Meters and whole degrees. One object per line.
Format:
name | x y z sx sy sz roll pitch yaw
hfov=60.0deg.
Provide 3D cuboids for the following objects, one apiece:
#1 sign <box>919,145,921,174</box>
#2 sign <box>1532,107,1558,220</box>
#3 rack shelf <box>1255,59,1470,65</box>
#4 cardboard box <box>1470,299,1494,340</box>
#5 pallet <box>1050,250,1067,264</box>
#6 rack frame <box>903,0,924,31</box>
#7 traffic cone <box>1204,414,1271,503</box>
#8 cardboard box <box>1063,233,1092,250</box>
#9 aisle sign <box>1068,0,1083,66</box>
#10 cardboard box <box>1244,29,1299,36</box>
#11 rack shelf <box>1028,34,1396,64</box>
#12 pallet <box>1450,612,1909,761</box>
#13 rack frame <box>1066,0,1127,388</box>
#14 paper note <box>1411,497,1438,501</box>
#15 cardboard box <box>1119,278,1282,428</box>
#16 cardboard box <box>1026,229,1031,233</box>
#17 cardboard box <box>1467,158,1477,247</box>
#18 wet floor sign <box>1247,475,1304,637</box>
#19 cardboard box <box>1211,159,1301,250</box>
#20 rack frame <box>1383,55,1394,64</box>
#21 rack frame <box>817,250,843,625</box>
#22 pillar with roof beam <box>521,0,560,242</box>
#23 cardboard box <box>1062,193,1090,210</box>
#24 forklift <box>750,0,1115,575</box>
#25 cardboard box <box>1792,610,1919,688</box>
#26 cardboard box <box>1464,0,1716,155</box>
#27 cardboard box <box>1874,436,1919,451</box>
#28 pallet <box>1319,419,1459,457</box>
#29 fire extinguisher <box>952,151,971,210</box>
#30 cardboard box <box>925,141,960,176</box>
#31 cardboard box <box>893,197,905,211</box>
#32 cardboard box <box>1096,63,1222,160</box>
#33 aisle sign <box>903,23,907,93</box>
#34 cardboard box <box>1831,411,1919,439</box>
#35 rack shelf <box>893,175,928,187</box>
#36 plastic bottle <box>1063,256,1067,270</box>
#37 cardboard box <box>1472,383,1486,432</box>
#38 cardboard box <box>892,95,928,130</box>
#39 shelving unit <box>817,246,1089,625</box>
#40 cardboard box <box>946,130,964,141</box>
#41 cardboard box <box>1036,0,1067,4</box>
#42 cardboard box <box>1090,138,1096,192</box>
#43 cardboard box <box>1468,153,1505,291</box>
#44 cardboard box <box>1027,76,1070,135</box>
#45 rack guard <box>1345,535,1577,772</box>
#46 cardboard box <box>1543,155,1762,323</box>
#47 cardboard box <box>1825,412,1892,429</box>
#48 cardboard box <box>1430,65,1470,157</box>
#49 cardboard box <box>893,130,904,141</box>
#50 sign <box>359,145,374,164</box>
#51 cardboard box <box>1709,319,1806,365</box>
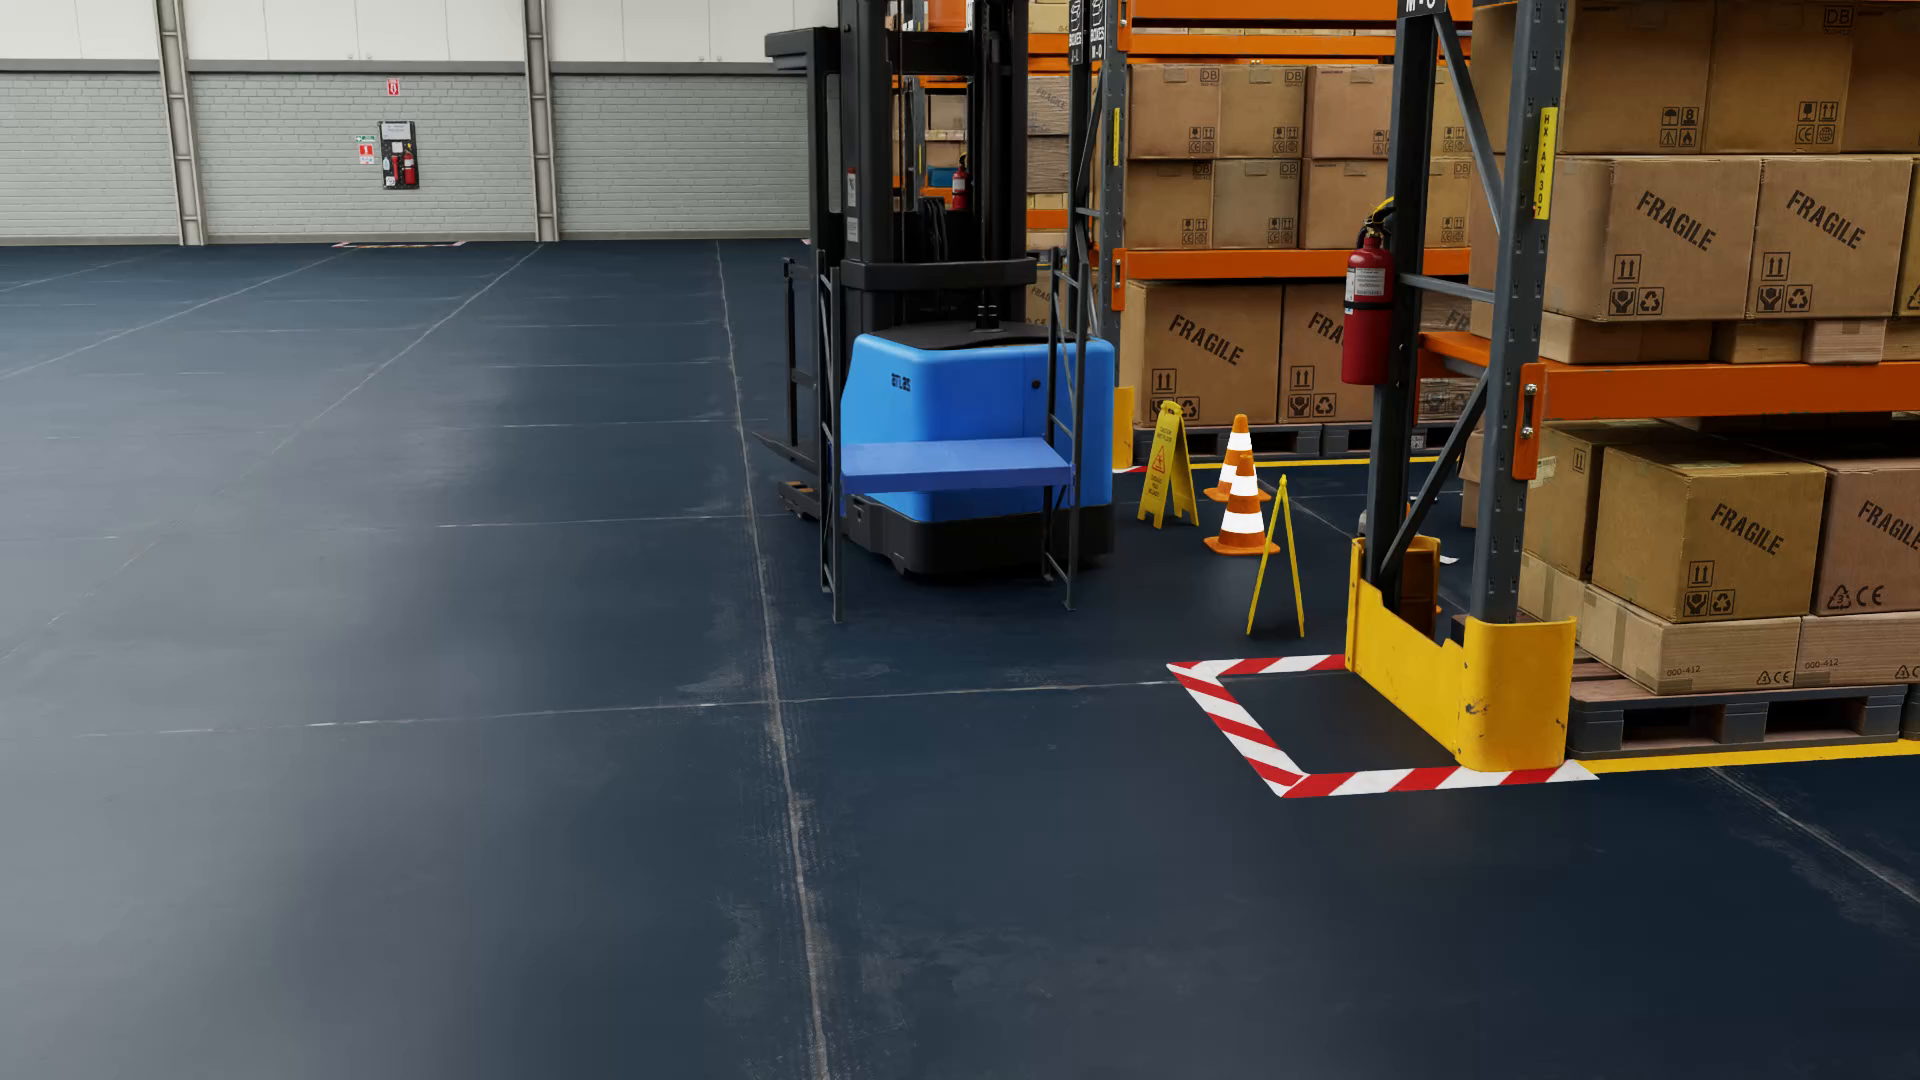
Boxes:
sign | -0.464 -4.417 19.309 0.005 0.325 0.100 -2 14 -8
sign | 1.753 -1.129 4.989 0.005 0.325 0.100 -2 14 -8
rack shelf | 5.391 -5.739 20.460 4.000 0.370 1.077 -2 14 -8
cardboard box | 2.010 -0.783 5.905 0.250 0.149 0.380 -2 14 -6
pallet | 1.887 -4.381 25.465 1.213 0.211 1.003 -2 14 -8
rack frame | -0.542 -7.325 19.141 0.127 3.000 1.000 -2 14 -8
traffic cone | 1.572 -0.474 9.372 0.334 0.463 0.336 -2 14 -8
cardboard box | 1.757 -4.537 25.144 0.500 0.250 0.500 -2 14 -8
aisle sign | 0.720 -3.358 10.310 0.004 0.787 0.394 -2 14 -8
cardboard box | 2.718 -4.635 14.891 0.500 0.250 0.500 -2 14 -9
rack shelf | 2.174 -4.402 15.132 4.000 0.370 1.077 -2 14 -8
pallet | 2.556 0.489 6.049 1.213 0.211 1.003 -2 14 -8
rack frame | 0.835 -2.027 10.348 0.127 3.000 1.000 -2 14 -8
paper note | 2.597 -0.233 9.302 0.142 0.017 0.144 3 14 11
cardboard box | 1.496 -1.241 10.717 0.875 0.875 0.875 -2 14 -8
cardboard box | 0.771 -4.860 24.893 0.500 0.500 0.500 -2 14 -8
cardboard box | 3.335 -2.212 10.777 0.550 0.550 0.875 -2 14 -8
wet floor sign | 1.325 0.051 6.900 0.232 0.644 0.267 3 14 11
cardboard box | 1.736 -2.149 10.528 0.550 0.550 0.875 -2 14 -8
rack frame | 4.151 -3.369 15.698 0.127 3.000 1.000 -2 14 -8
rack frame | -0.548 -0.433 7.002 0.032 1.500 0.500 -3 18 -11
pillar with roof beam | -6.746 -8.689 24.578 0.400 9.000 9.100 -2 14 -8
cardboard box | 1.013 -3.065 15.003 0.250 0.149 0.380 -2 14 -8
forklift | -0.342 -1.575 8.688 1.130 2.935 3.031 -6 15 -24
cardboard box | 3.017 0.311 5.816 0.500 0.250 0.500 -2 14 -6
cardboard box | 2.145 -1.589 5.728 0.500 0.500 0.700 -2 14 -10
cardboard box | 3.548 -0.074 5.807 0.500 0.500 0.500 -2 14 -7
pallet | 2.818 -0.766 11.051 1.213 0.211 1.003 -2 14 -8
fire extinguisher | 0.014 -3.293 15.555 0.183 0.674 0.296 -2 14 -8
cardboard box | -0.294 -5.689 24.746 0.500 0.500 0.700 -2 14 -7
cardboard box | -0.790 -4.932 25.177 0.500 0.500 0.500 -2 14 -8
cardboard box | 1.208 -2.628 10.215 0.550 0.550 0.875 -2 14 -8
aisle sign | -0.657 -5.745 19.829 0.004 0.787 0.394 -2 14 -8
cardboard box | 3.441 -0.202 6.318 0.500 0.500 0.500 -2 14 -10
rack shelf | 0.702 -5.330 24.999 4.000 0.370 1.077 -2 14 -8
plastic bottle | 1.297 -3.296 20.112 0.097 0.271 0.097 0 14 0
cardboard box | 3.408 -0.658 10.021 0.500 0.500 0.500 0 14 1
cardboard box | -0.760 -6.300 24.515 0.500 0.500 0.700 -2 14 -8
shelving unit | -0.050 -0.457 7.100 1.048 1.500 0.538 -3 18 -11
cardboard box | -0.099 -5.960 24.491 0.250 0.149 0.380 -2 14 -9
cardboard box | 0.774 -4.740 14.488 0.250 0.149 0.380 -2 14 -7
cardboard box | 1.221 -3.477 15.312 0.500 0.500 0.875 -2 14 -8
cardboard box | 2.168 -1.119 5.909 0.500 0.500 0.500 -2 14 -9
cardboard box | 0.780 -3.856 14.768 0.500 0.500 0.500 -2 14 -8
rack guard | 1.747 0.370 5.930 0.348 0.500 1.175 -2 14 -8
cardboard box | 2.182 -0.983 5.369 0.500 0.500 0.500 -2 14 -9
cardboard box | 3.289 -0.527 6.281 0.250 0.149 0.380 -1 14 -6
cardboard box | 2.817 -2.708 10.535 0.500 0.550 0.875 -2 14 -8
cardboard box | -0.856 -5.932 24.381 0.250 0.149 0.380 -2 14 -9
sign | -10.399 -6.756 29.131 0.234 0.329 0.001 -2 14 -8
cardboard box | 2.561 -0.683 5.507 0.250 0.149 0.380 -3 14 -10
